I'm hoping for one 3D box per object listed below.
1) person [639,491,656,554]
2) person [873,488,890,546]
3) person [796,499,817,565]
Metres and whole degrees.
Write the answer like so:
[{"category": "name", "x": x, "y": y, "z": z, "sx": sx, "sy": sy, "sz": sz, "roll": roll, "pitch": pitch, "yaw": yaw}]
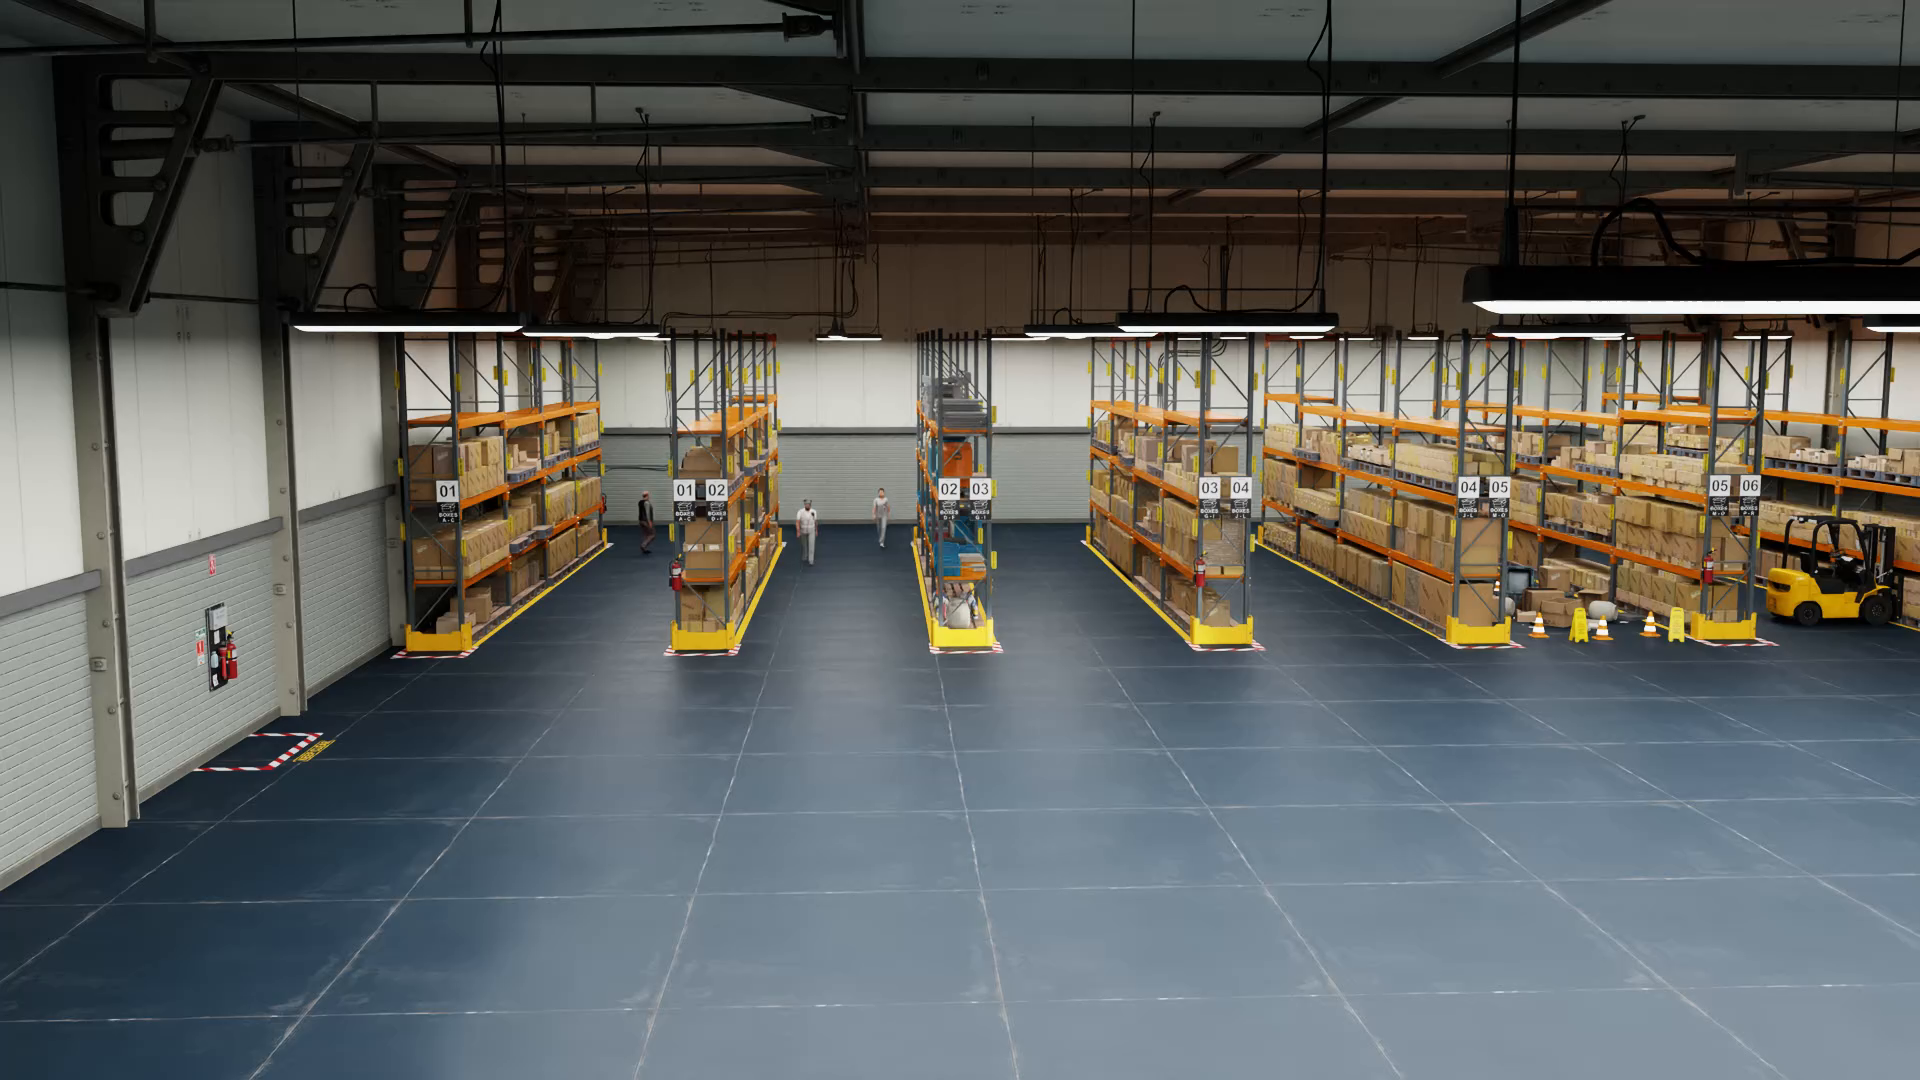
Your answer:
[{"category": "person", "x": -8.602, "y": -0.483, "z": 45.435, "sx": 0.478, "sy": 1.724, "sz": 0.567, "roll": -5, "pitch": 8, "yaw": -36}, {"category": "person", "x": -2.249, "y": -0.667, "z": 47.256, "sx": 0.455, "sy": 1.606, "sz": 1.072, "roll": 1, "pitch": 7, "yaw": 8}, {"category": "person", "x": -3.987, "y": -0.231, "z": 43.242, "sx": 0.559, "sy": 1.706, "sz": 1.099, "roll": -1, "pitch": 7, "yaw": -6}]
